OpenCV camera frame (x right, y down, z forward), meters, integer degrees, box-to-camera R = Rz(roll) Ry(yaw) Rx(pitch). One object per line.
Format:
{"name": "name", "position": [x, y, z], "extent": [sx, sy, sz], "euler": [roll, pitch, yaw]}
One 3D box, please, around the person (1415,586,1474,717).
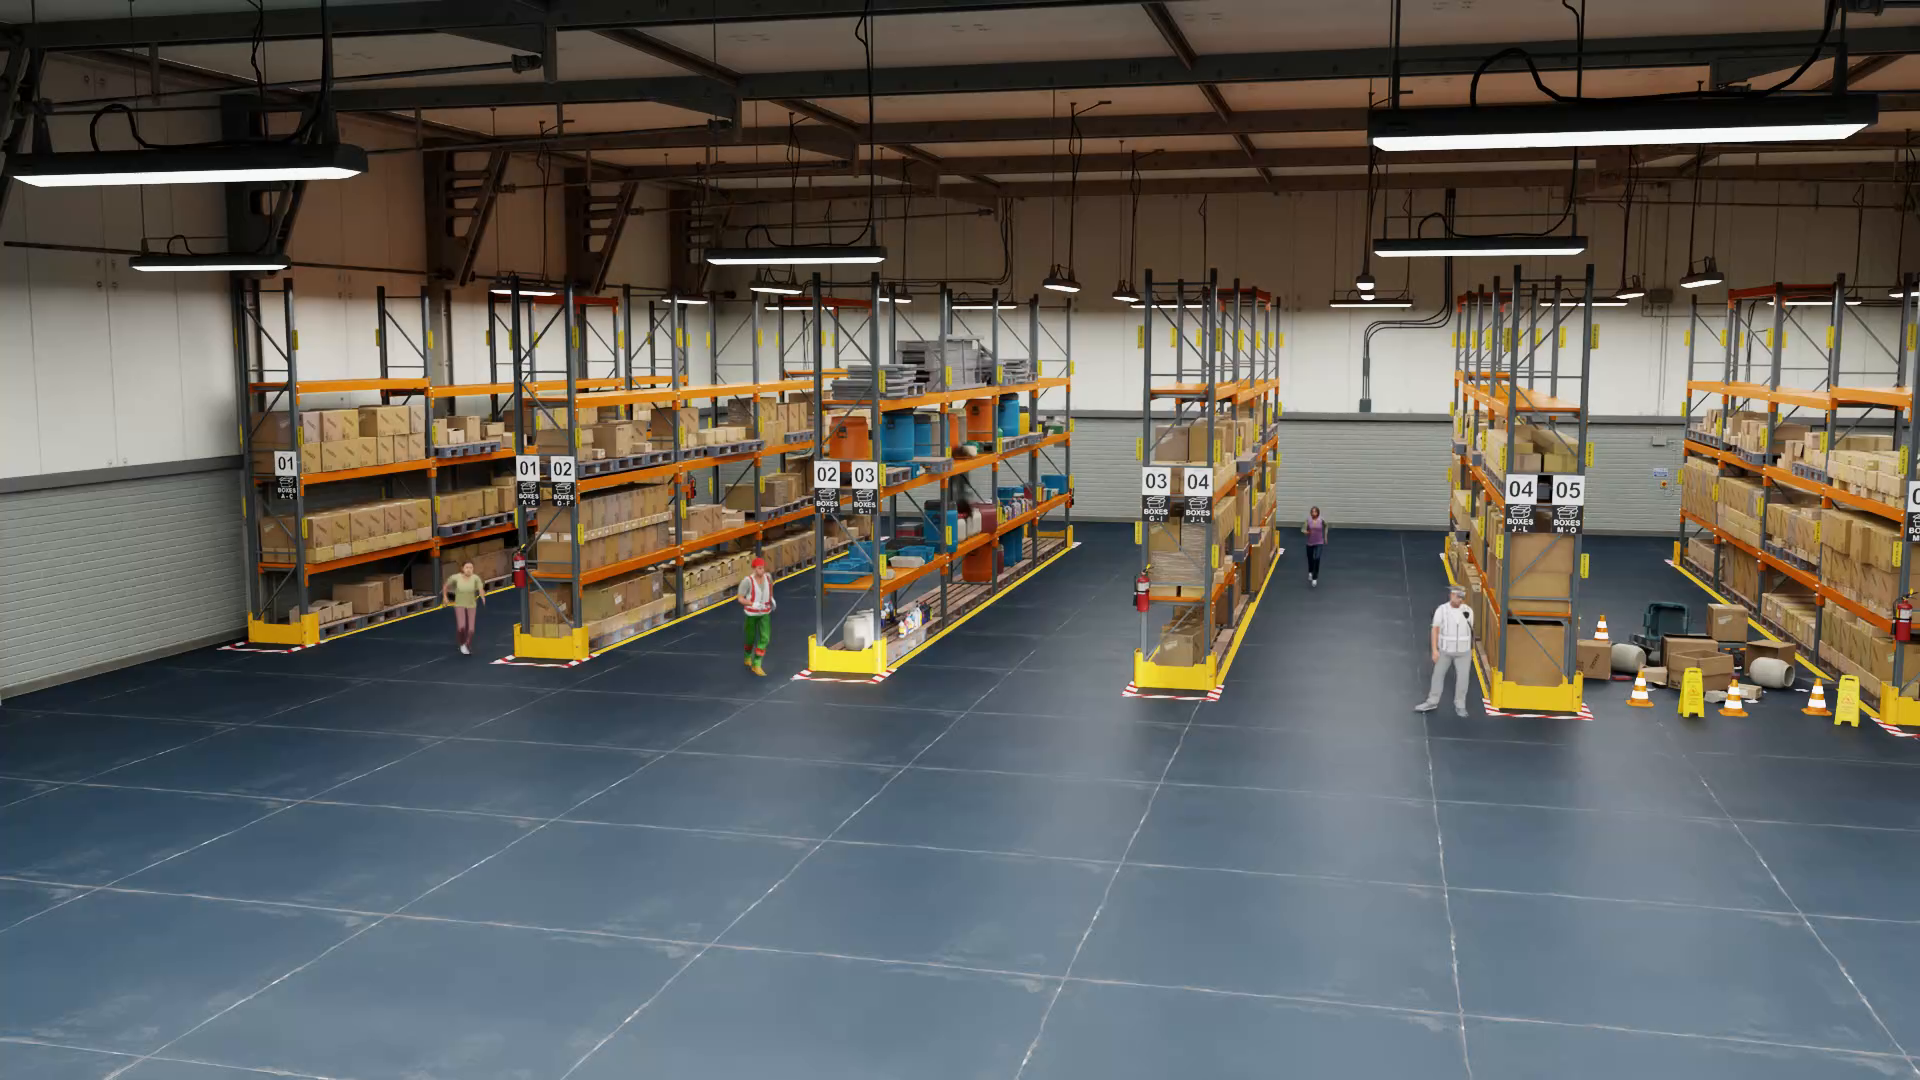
{"name": "person", "position": [6.517, 1.495, 22.305], "extent": [0.719, 1.803, 0.485], "euler": [1, 7, 5]}

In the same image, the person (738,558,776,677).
{"name": "person", "position": [-3.092, 1.127, 25.149], "extent": [0.655, 1.795, 0.808], "euler": [-3, 7, -24]}

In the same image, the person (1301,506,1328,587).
{"name": "person", "position": [7.259, 0.102, 34.079], "extent": [0.537, 1.609, 0.861], "euler": [2, 7, 13]}

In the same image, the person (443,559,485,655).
{"name": "person", "position": [-7.832, 1.073, 26.372], "extent": [0.598, 1.565, 0.761], "euler": [-4, 8, -29]}
